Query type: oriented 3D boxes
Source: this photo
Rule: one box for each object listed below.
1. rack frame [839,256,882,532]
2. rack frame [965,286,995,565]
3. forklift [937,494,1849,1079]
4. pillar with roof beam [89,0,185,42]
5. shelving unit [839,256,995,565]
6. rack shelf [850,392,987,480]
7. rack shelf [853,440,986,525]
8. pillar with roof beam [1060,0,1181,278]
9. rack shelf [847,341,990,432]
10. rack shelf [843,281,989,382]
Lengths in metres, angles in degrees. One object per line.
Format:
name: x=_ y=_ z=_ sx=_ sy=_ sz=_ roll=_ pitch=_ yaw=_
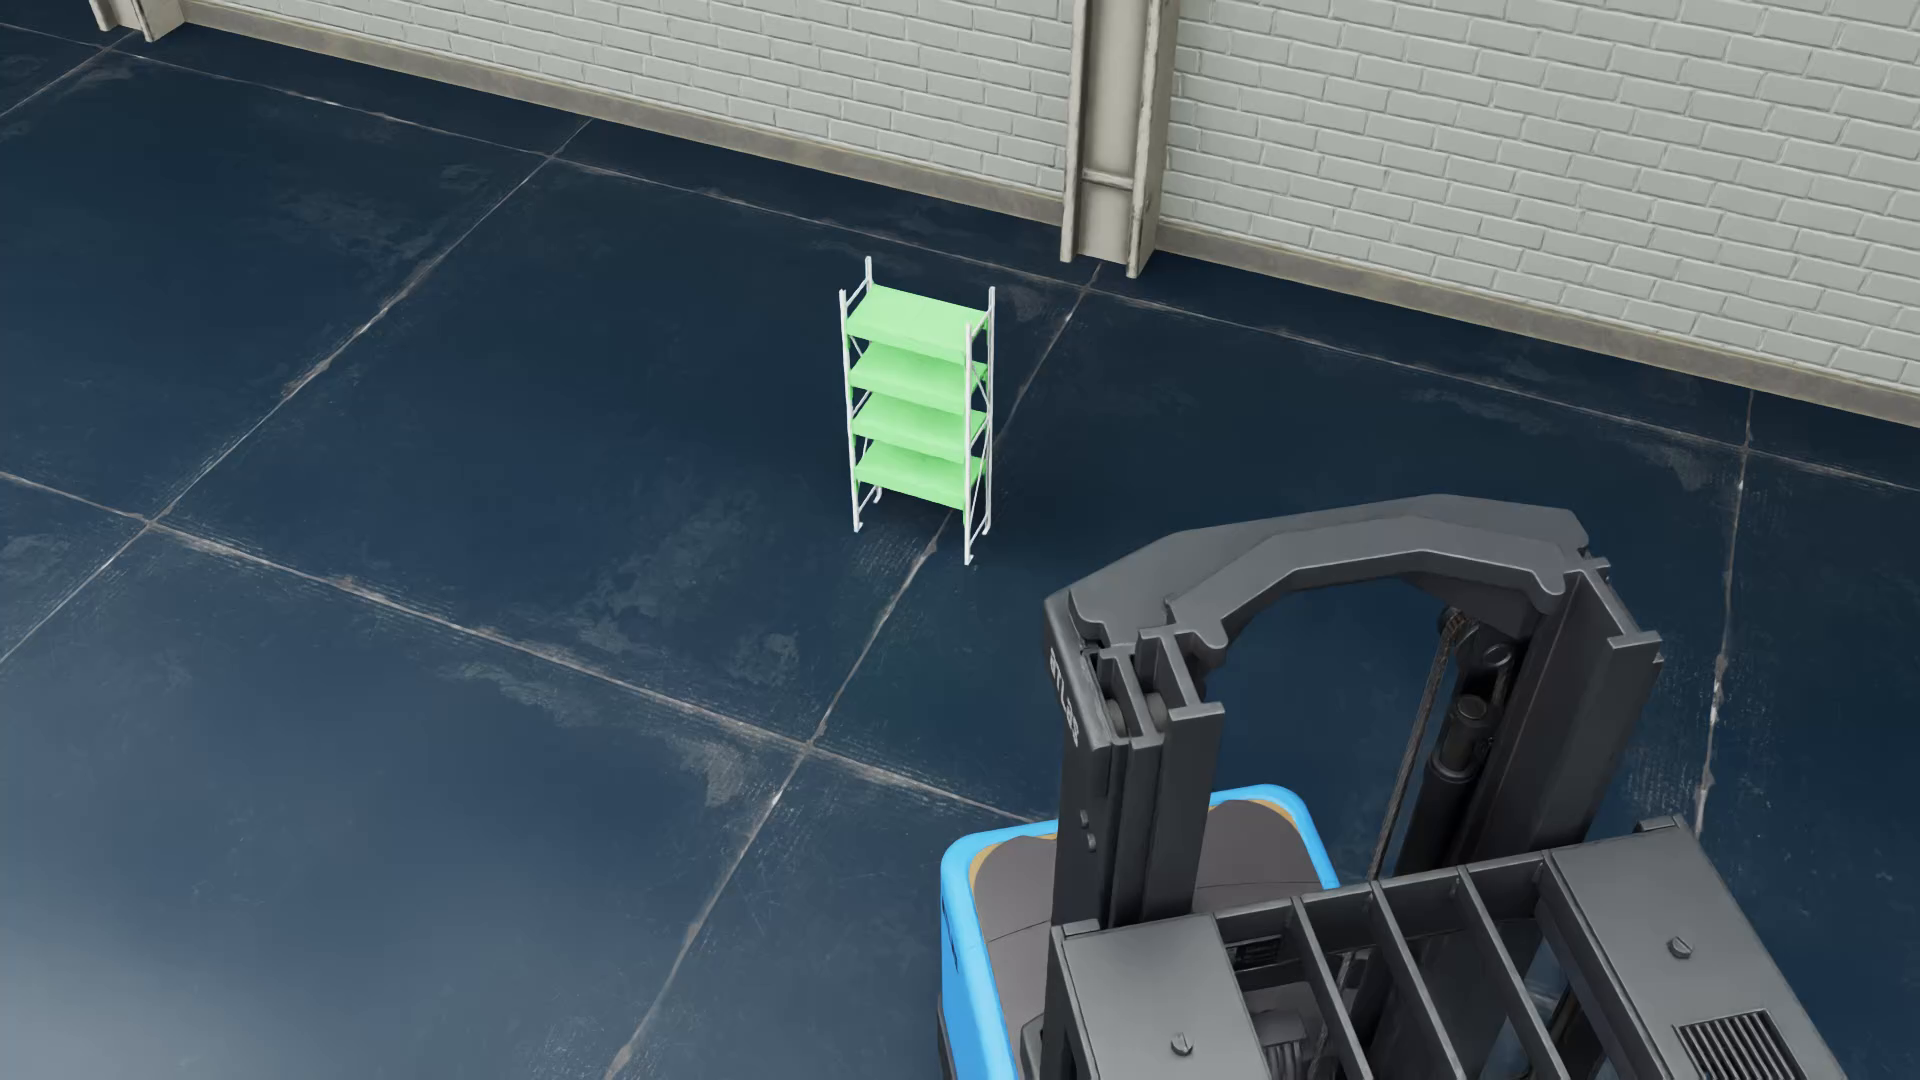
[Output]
rack frame: x=-0.378 y=-0.537 z=6.439 sx=0.015 sy=1.200 sz=0.240 roll=16 pitch=47 yaw=16
rack frame: x=0.072 y=-0.404 z=6.305 sx=0.015 sy=1.200 sz=0.240 roll=16 pitch=47 yaw=16
forklift: x=0.733 y=1.469 z=3.196 sx=1.130 sy=2.935 sz=3.031 roll=-8 pitch=45 yaw=-8
pillar with roof beam: x=-6.467 y=-3.430 z=3.817 sx=0.400 sy=9.000 sz=9.100 roll=16 pitch=47 yaw=16
shelving unit: x=-0.153 y=-0.470 z=6.372 sx=0.503 sy=1.200 sz=0.258 roll=16 pitch=47 yaw=16
rack shelf: x=-0.153 y=-0.425 z=6.417 sx=0.480 sy=0.148 sz=0.258 roll=16 pitch=47 yaw=16
rack shelf: x=-0.153 y=-0.255 z=6.586 sx=0.480 sy=0.148 sz=0.258 roll=16 pitch=47 yaw=16
pillar with roof beam: x=-0.929 y=-1.800 z=2.180 sx=0.400 sy=9.000 sz=9.100 roll=16 pitch=47 yaw=16
rack shelf: x=-0.153 y=-0.595 z=6.248 sx=0.480 sy=0.148 sz=0.258 roll=16 pitch=47 yaw=16
rack shelf: x=-0.153 y=-0.765 z=6.078 sx=0.480 sy=0.148 sz=0.258 roll=16 pitch=47 yaw=16
